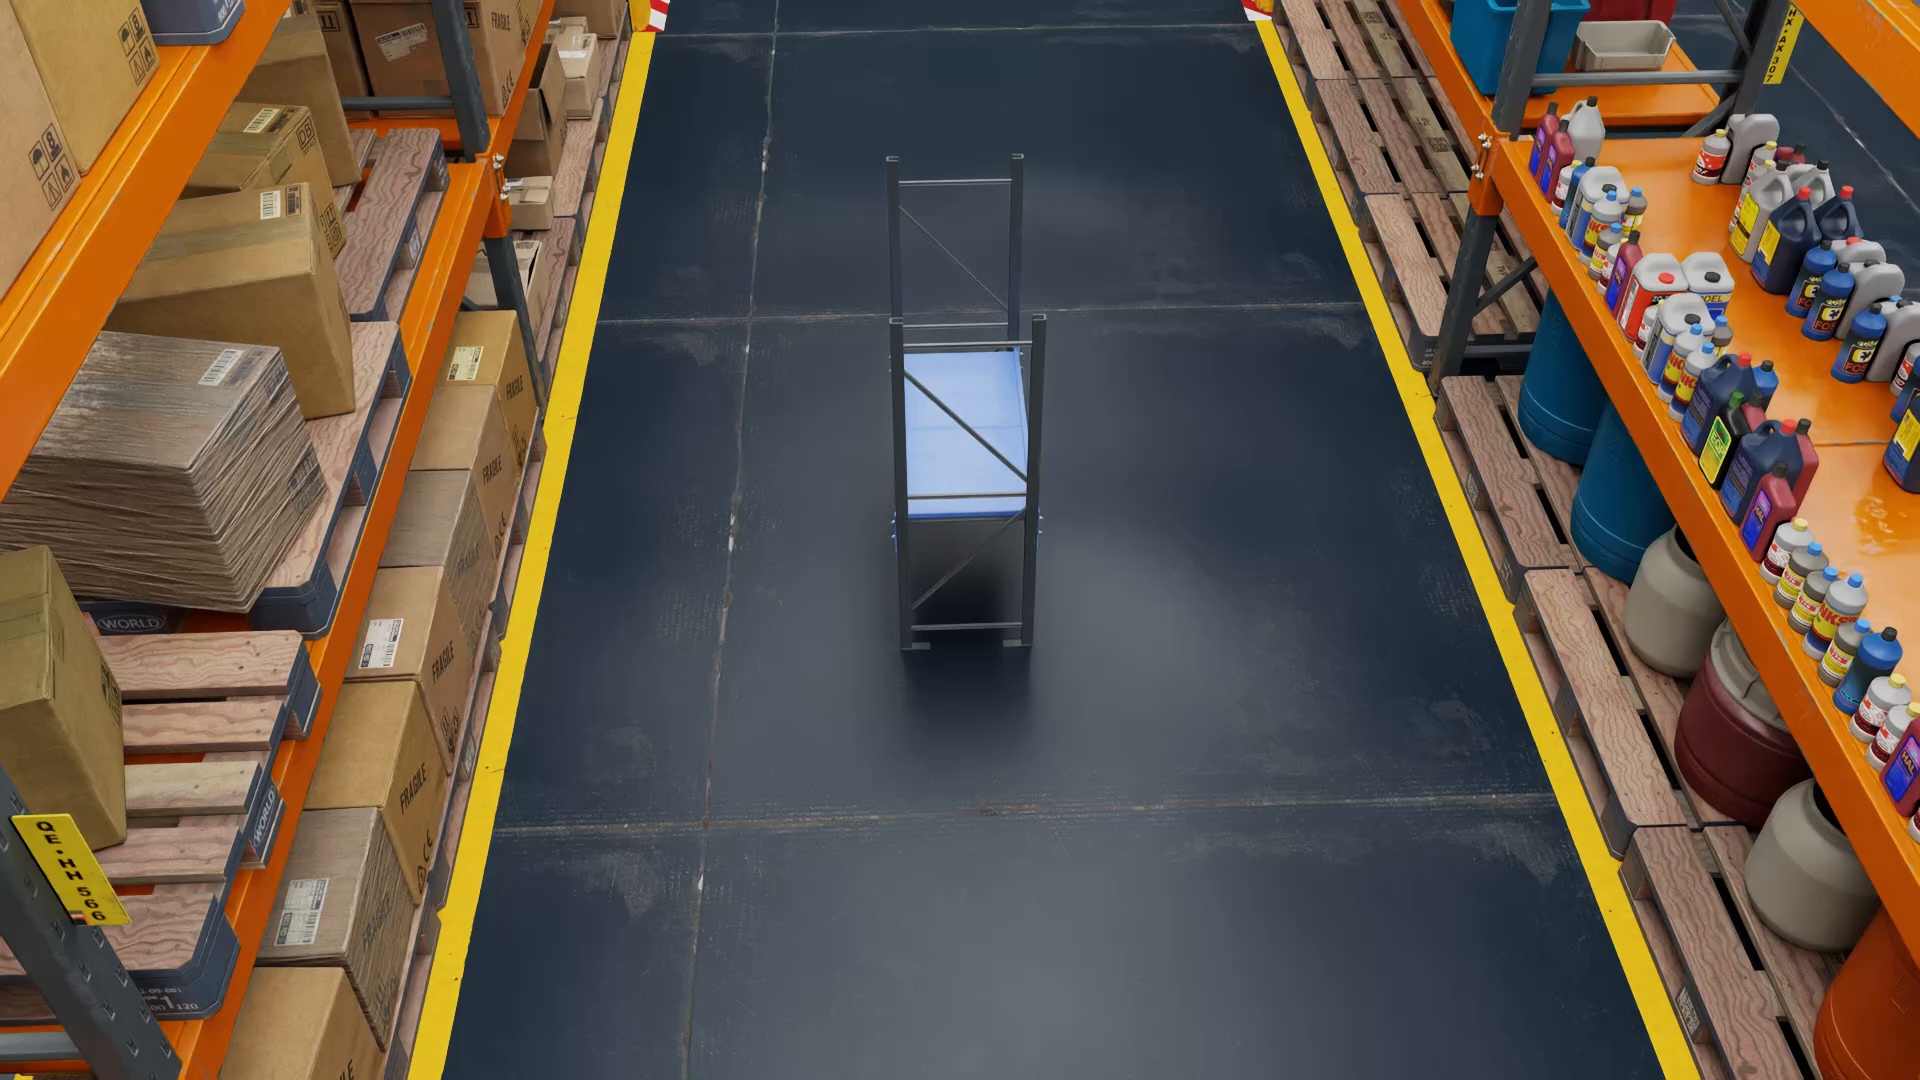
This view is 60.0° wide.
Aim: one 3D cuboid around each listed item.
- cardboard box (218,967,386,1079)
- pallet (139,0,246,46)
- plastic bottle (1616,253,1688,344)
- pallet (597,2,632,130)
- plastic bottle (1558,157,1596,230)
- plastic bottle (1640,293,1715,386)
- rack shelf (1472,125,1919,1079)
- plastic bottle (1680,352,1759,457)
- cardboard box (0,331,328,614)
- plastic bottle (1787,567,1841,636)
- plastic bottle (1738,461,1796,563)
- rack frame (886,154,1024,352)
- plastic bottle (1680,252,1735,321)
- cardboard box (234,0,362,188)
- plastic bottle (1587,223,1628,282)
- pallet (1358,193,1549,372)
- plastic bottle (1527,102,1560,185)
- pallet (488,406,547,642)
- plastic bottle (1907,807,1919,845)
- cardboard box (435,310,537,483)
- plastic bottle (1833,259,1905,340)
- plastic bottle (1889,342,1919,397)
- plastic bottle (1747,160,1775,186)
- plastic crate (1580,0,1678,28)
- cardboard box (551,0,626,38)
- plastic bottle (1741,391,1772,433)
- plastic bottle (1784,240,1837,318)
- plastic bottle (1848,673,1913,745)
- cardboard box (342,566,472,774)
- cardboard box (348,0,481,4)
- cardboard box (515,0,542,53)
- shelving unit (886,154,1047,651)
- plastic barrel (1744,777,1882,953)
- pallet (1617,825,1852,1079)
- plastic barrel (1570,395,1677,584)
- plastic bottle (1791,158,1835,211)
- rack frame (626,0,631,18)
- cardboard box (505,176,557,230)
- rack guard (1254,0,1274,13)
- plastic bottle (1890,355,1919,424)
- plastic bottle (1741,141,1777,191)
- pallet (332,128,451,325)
[{"bbox_3d":[-1.896,1.491,4.428,0.500,0.500,0.500,0,43,0],"label":"cardboard box"},{"bbox_3d":[-2.328,-1.548,4.138,1.213,0.211,1.003,-2,43,-2],"label":"pallet"},{"bbox_3d":[2.295,-0.799,5.493,0.152,0.276,0.135,-2,43,-2],"label":"plastic bottle"},{"bbox_3d":[-2.464,-2.736,9.579,1.003,0.211,1.213,-2,43,-2],"label":"pallet"},{"bbox_3d":[2.239,-1.253,5.992,0.097,0.271,0.097,0,43,0],"label":"plastic bottle"},{"bbox_3d":[2.305,-0.642,5.323,0.152,0.276,0.135,-2,43,-2],"label":"plastic bottle"},{"bbox_3d":[2.702,-0.178,5.256,1.077,0.370,4.000,-2,43,-2],"label":"rack shelf"},{"bbox_3d":[2.316,-0.430,5.036,0.144,0.351,0.185,-2,43,-2],"label":"plastic bottle"},{"bbox_3d":[-2.150,-0.189,4.352,0.700,0.500,0.500,6,43,6],"label":"cardboard box"},{"bbox_3d":[2.326,0.157,4.506,0.097,0.201,0.097,0,43,0],"label":"plastic bottle"},{"bbox_3d":[2.295,-0.082,4.706,0.061,0.283,0.133,-2,43,-2],"label":"plastic bottle"},{"bbox_3d":[-0.018,-0.838,6.555,0.500,1.500,0.032,-2,43,-2],"label":"rack frame"},{"bbox_3d":[2.447,-0.803,5.498,0.152,0.276,0.135,-2,43,-2],"label":"plastic bottle"},{"bbox_3d":[-2.536,-1.519,5.802,0.700,0.500,0.500,-15,45,-16],"label":"cardboard box"},{"bbox_3d":[2.253,-1.005,5.773,0.097,0.201,0.097,0,43,0],"label":"plastic bottle"},{"bbox_3d":[2.547,-1.260,7.969,1.003,0.211,1.213,-2,43,-2],"label":"pallet"},{"bbox_3d":[2.206,-1.490,6.242,0.061,0.283,0.133,-2,43,-2],"label":"plastic bottle"},{"bbox_3d":[-2.260,-0.077,6.678,1.003,0.211,1.213,-2,43,-2],"label":"pallet"},{"bbox_3d":[2.356,0.641,3.977,0.097,0.201,0.097,0,43,0],"label":"plastic bottle"},{"bbox_3d":[-2.025,-0.569,6.675,0.500,0.500,0.500,-2,43,-2],"label":"cardboard box"},{"bbox_3d":[2.999,-0.813,5.508,0.152,0.276,0.135,-2,43,-2],"label":"plastic bottle"},{"bbox_3d":[3.041,-0.551,5.278,0.097,0.201,0.097,0,43,0],"label":"plastic bottle"},{"bbox_3d":[2.933,-1.294,6.088,0.097,0.201,0.097,0,43,0],"label":"plastic bottle"},{"bbox_3d":[2.829,-2.449,7.110,0.402,0.464,0.583,-2,43,-2],"label":"plastic crate"},{"bbox_3d":[-2.233,-3.234,9.583,0.500,0.500,0.500,-2,43,-2],"label":"cardboard box"},{"bbox_3d":[2.342,-0.299,4.942,0.061,0.283,0.133,-2,43,-2],"label":"plastic bottle"},{"bbox_3d":[2.869,-0.886,5.591,0.097,0.271,0.097,0,43,0],"label":"plastic bottle"},{"bbox_3d":[2.342,0.420,4.219,0.097,0.201,0.097,0,43,0],"label":"plastic bottle"},{"bbox_3d":[-1.968,0.447,5.567,0.500,0.500,0.500,-3,43,-3],"label":"cardboard box"},{"bbox_3d":[-2.071,-2.385,6.318,0.500,0.500,0.500,-1,43,-1],"label":"cardboard box"},{"bbox_3d":[-2.107,-2.388,7.061,0.500,0.500,0.500,-1,43,-1],"label":"cardboard box"},{"bbox_3d":[0.004,-0.495,6.180,0.538,1.500,1.048,-2,43,-2],"label":"shelving unit"},{"bbox_3d":[2.635,0.961,5.012,0.421,0.512,0.421,0,43,0],"label":"plastic barrel"},{"bbox_3d":[2.711,1.404,5.062,1.003,0.211,1.213,-2,43,-2],"label":"pallet"},{"bbox_3d":[2.653,-0.328,6.131,0.600,0.901,0.708,-2,43,-2],"label":"plastic barrel"},{"bbox_3d":[2.983,-1.164,5.836,0.144,0.351,0.185,-2,43,-2],"label":"plastic bottle"},{"bbox_3d":[-2.502,-4.354,9.280,1.000,3.000,0.127,-2,43,-2],"label":"rack frame"},{"bbox_3d":[-2.181,-1.644,8.095,0.380,0.166,0.250,-2,43,-2],"label":"cardboard box"},{"bbox_3d":[2.433,-3.588,10.294,1.175,0.500,0.348,-2,43,-2],"label":"rack guard"},{"bbox_3d":[2.986,-0.485,5.154,0.097,0.271,0.097,0,43,0],"label":"plastic bottle"},{"bbox_3d":[2.989,-1.385,6.189,0.097,0.201,0.097,0,43,0],"label":"plastic bottle"},{"bbox_3d":[-2.408,-1.040,5.807,1.003,0.211,1.213,-2,43,-2],"label":"pallet"}]
